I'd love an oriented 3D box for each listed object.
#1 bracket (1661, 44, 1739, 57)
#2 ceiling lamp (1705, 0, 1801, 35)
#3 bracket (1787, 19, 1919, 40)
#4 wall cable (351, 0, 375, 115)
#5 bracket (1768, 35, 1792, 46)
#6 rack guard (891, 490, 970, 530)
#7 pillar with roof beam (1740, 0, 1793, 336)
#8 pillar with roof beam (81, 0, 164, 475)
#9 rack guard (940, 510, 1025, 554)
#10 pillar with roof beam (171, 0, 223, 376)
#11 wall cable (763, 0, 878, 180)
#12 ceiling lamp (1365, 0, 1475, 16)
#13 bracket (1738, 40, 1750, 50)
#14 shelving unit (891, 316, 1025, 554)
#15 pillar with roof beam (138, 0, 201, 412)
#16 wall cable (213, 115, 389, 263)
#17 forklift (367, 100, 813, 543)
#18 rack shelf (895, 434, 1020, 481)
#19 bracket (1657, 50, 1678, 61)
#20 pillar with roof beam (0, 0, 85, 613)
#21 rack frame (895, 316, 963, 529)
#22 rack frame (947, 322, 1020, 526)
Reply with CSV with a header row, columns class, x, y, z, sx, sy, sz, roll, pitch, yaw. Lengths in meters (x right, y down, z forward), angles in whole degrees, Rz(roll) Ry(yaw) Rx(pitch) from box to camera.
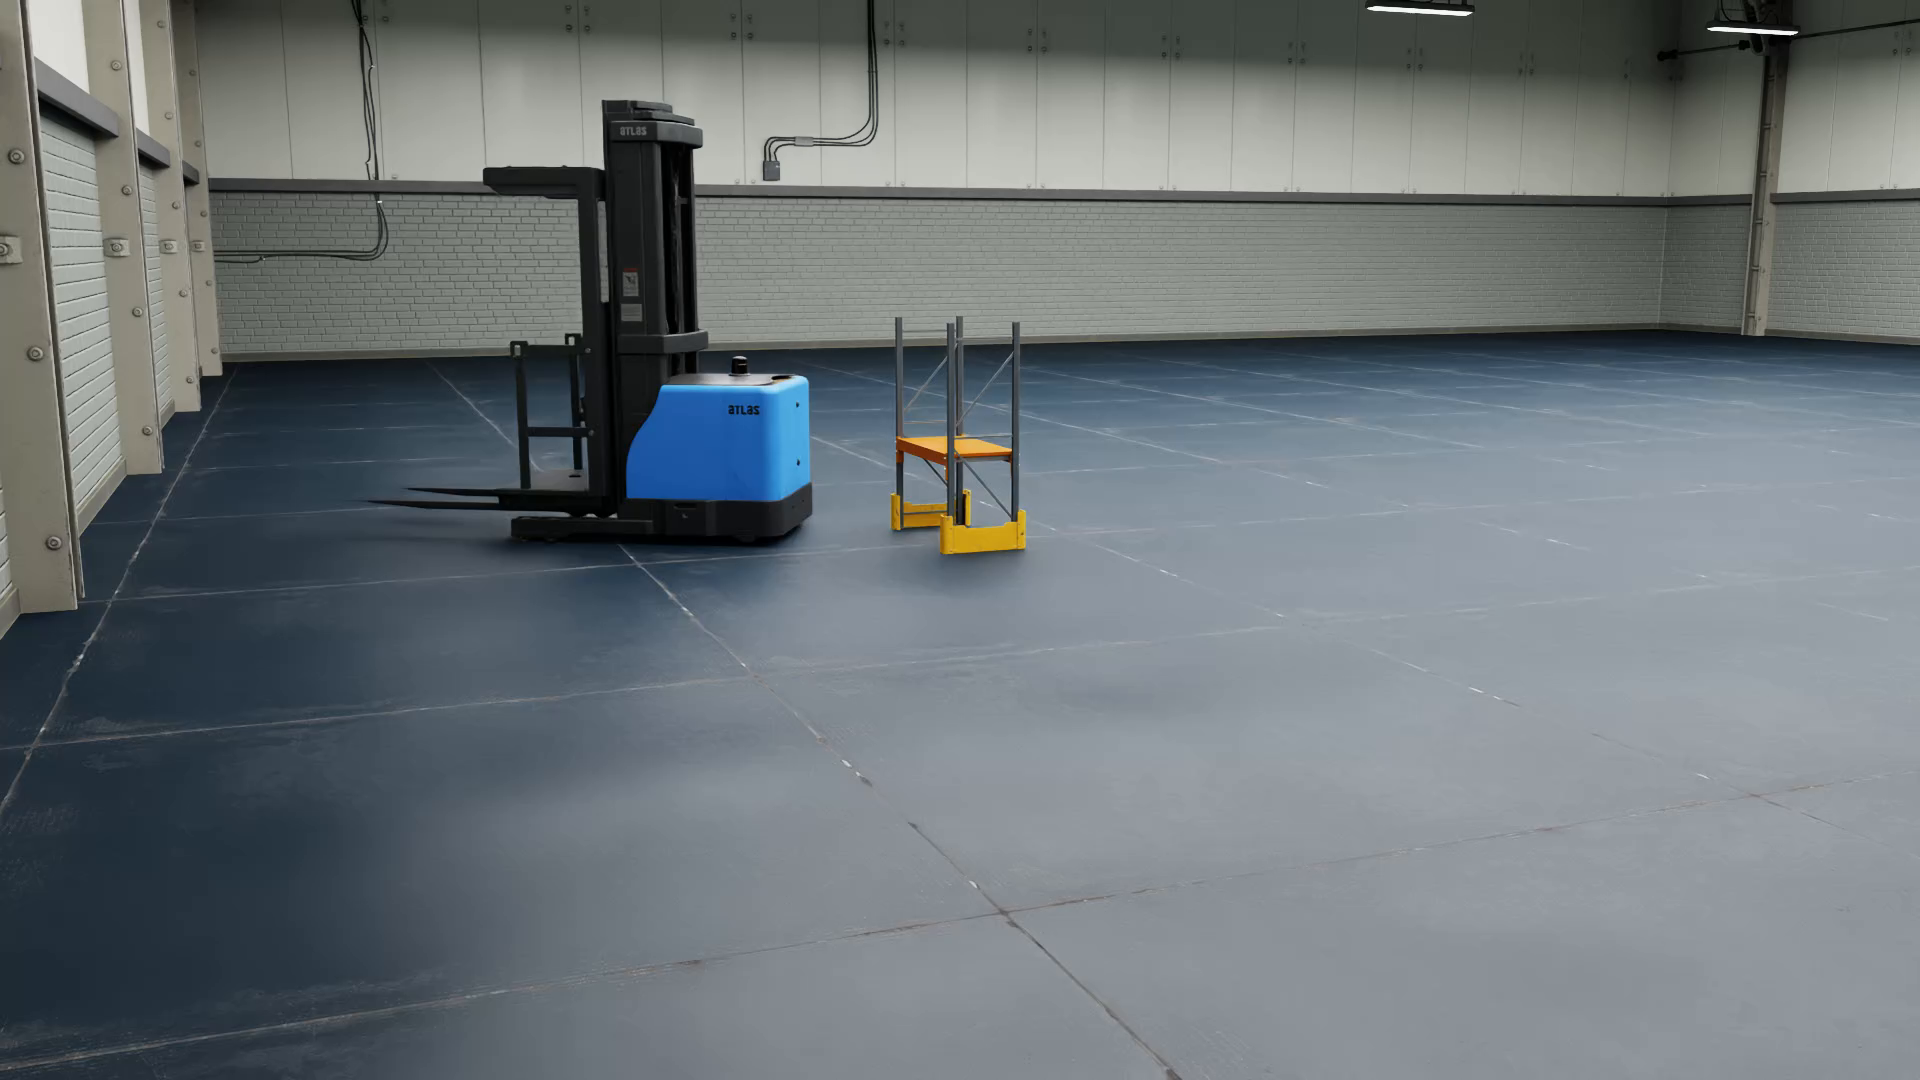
class,x,y,z,sx,sy,sz,roll,pitch,yaw
bracket,16.580,-11.111,37.911,0.076,0.066,3.189,-4,11,-21
ceiling lamp,14.483,-10.932,30.513,2.000,3.185,0.800,-4,11,-21
bracket,18.460,-10.265,33.152,0.076,0.066,4.783,-4,11,-21
wall cable,-8.966,-8.698,29.071,3.097,2.526,0.112,-4,11,-21
bracket,17.526,-10.685,35.517,0.235,0.232,0.430,-4,11,-21
rack guard,-0.208,-0.217,11.925,0.587,0.250,0.087,-4,11,-21
pillar with roof beam,13.694,-8.730,34.803,9.100,9.000,0.548,-4,11,-21
pillar with roof beam,-3.292,-5.319,15.625,9.100,9.000,0.400,-4,11,-21
rack guard,0.153,-0.054,11.011,0.587,0.250,0.087,-4,11,-21
pillar with roof beam,-7.640,-7.277,26.637,9.100,9.000,0.548,-4,11,-21
wall cable,-2.634,-9.843,31.351,2.305,6.003,0.169,-4,11,-21
ceiling lamp,7.642,-10.466,27.894,2.000,3.185,0.800,-4,11,-21
bracket,17.225,-10.821,36.278,0.235,0.232,0.430,-4,11,-21
shelving unit,-0.028,-0.751,11.359,0.587,1.500,1.083,-4,11,-21
pillar with roof beam,-5.466,-6.298,21.131,9.100,9.000,0.400,-4,11,-21
wall cable,-11.488,-6.040,28.548,3.097,2.526,0.112,-4,11,-21
forklift,-2.628,-1.519,11.591,3.031,2.935,1.130,1,10,8
rack shelf,-0.031,-0.575,11.399,0.538,0.185,1.000,-4,11,-21
bracket,16.366,-11.207,38.453,0.235,0.232,0.430,-4,11,-21
pillar with roof beam,-1.117,-4.339,10.120,9.100,9.000,0.400,-4,11,-21
rack frame,-0.215,-0.835,11.834,0.500,1.500,0.032,-4,11,-21
rack frame,0.153,-0.669,10.901,0.500,1.500,0.032,-4,11,-21
